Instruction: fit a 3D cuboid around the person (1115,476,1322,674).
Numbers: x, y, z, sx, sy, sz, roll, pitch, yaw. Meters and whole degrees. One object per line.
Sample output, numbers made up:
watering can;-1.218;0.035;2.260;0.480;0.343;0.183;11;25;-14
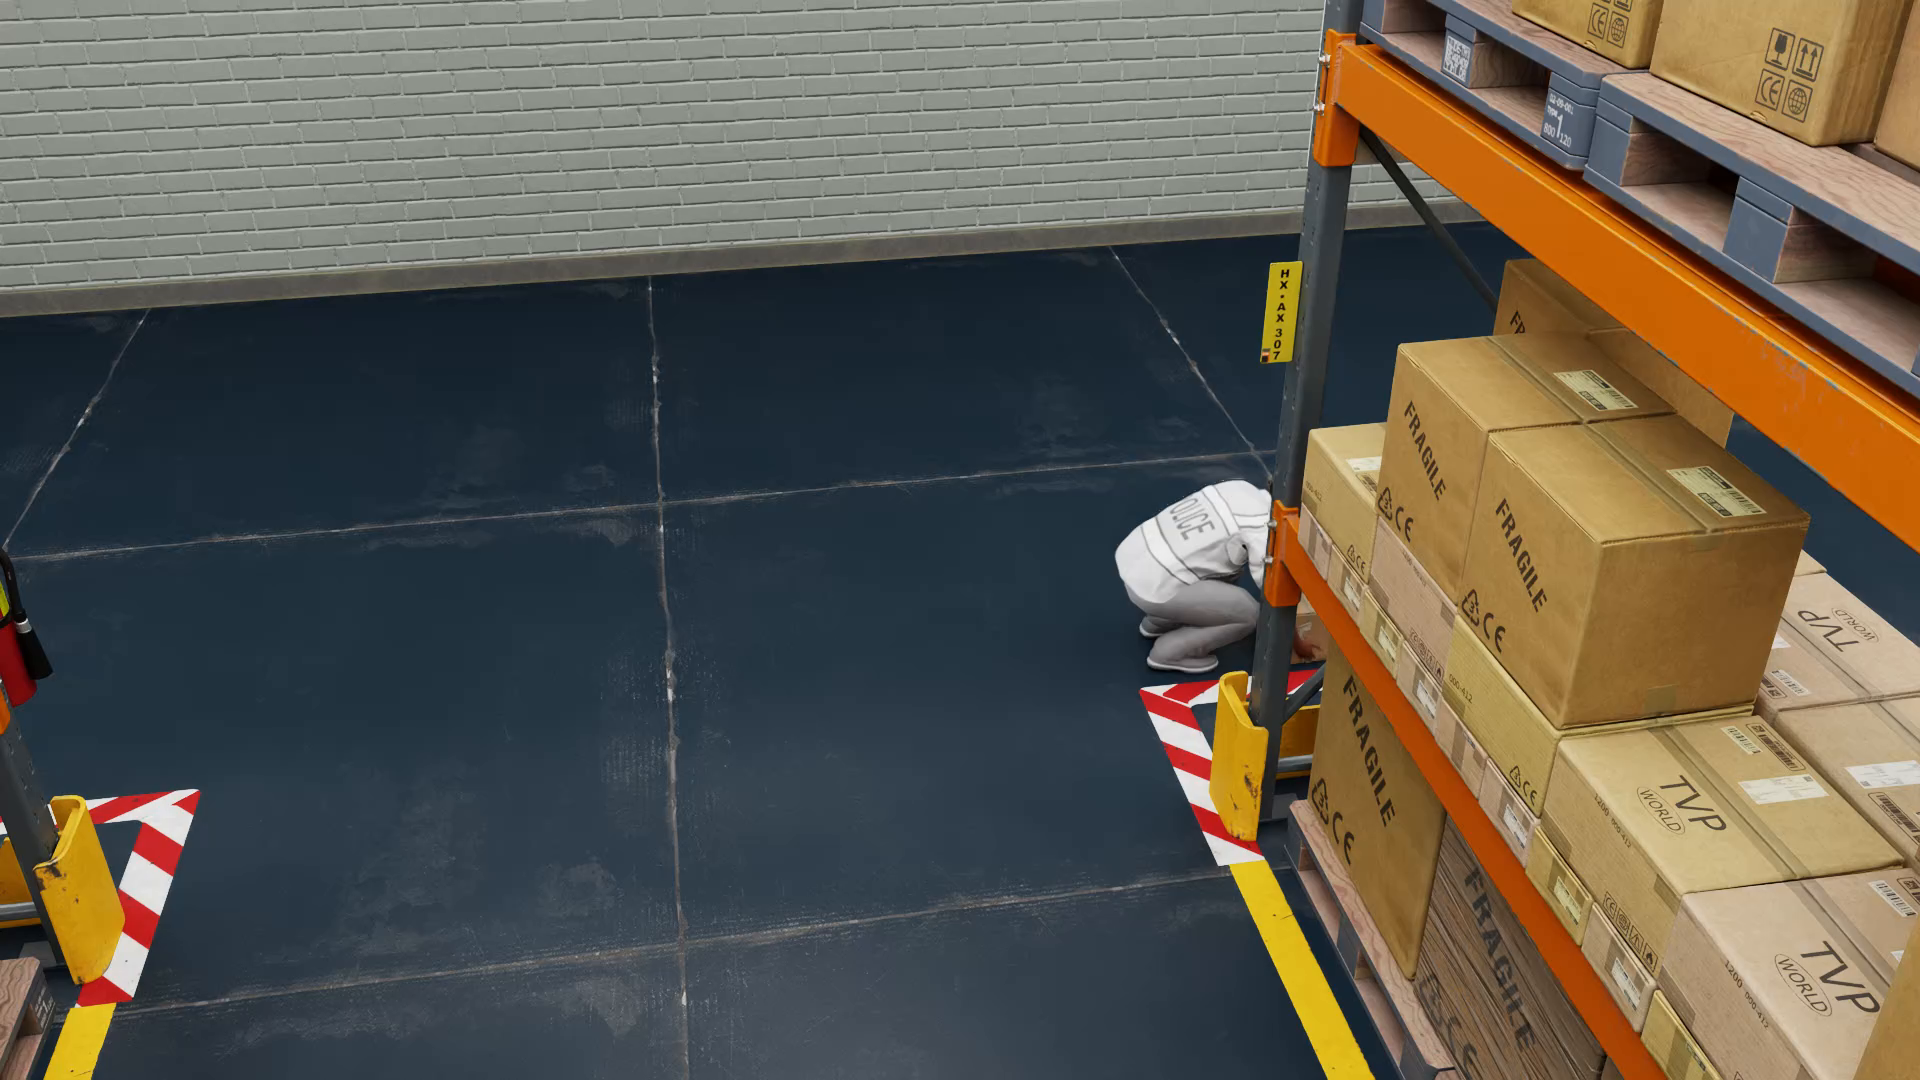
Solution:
person;1.070;0.102;6.786;0.870;0.843;0.480;-2;31;-3
